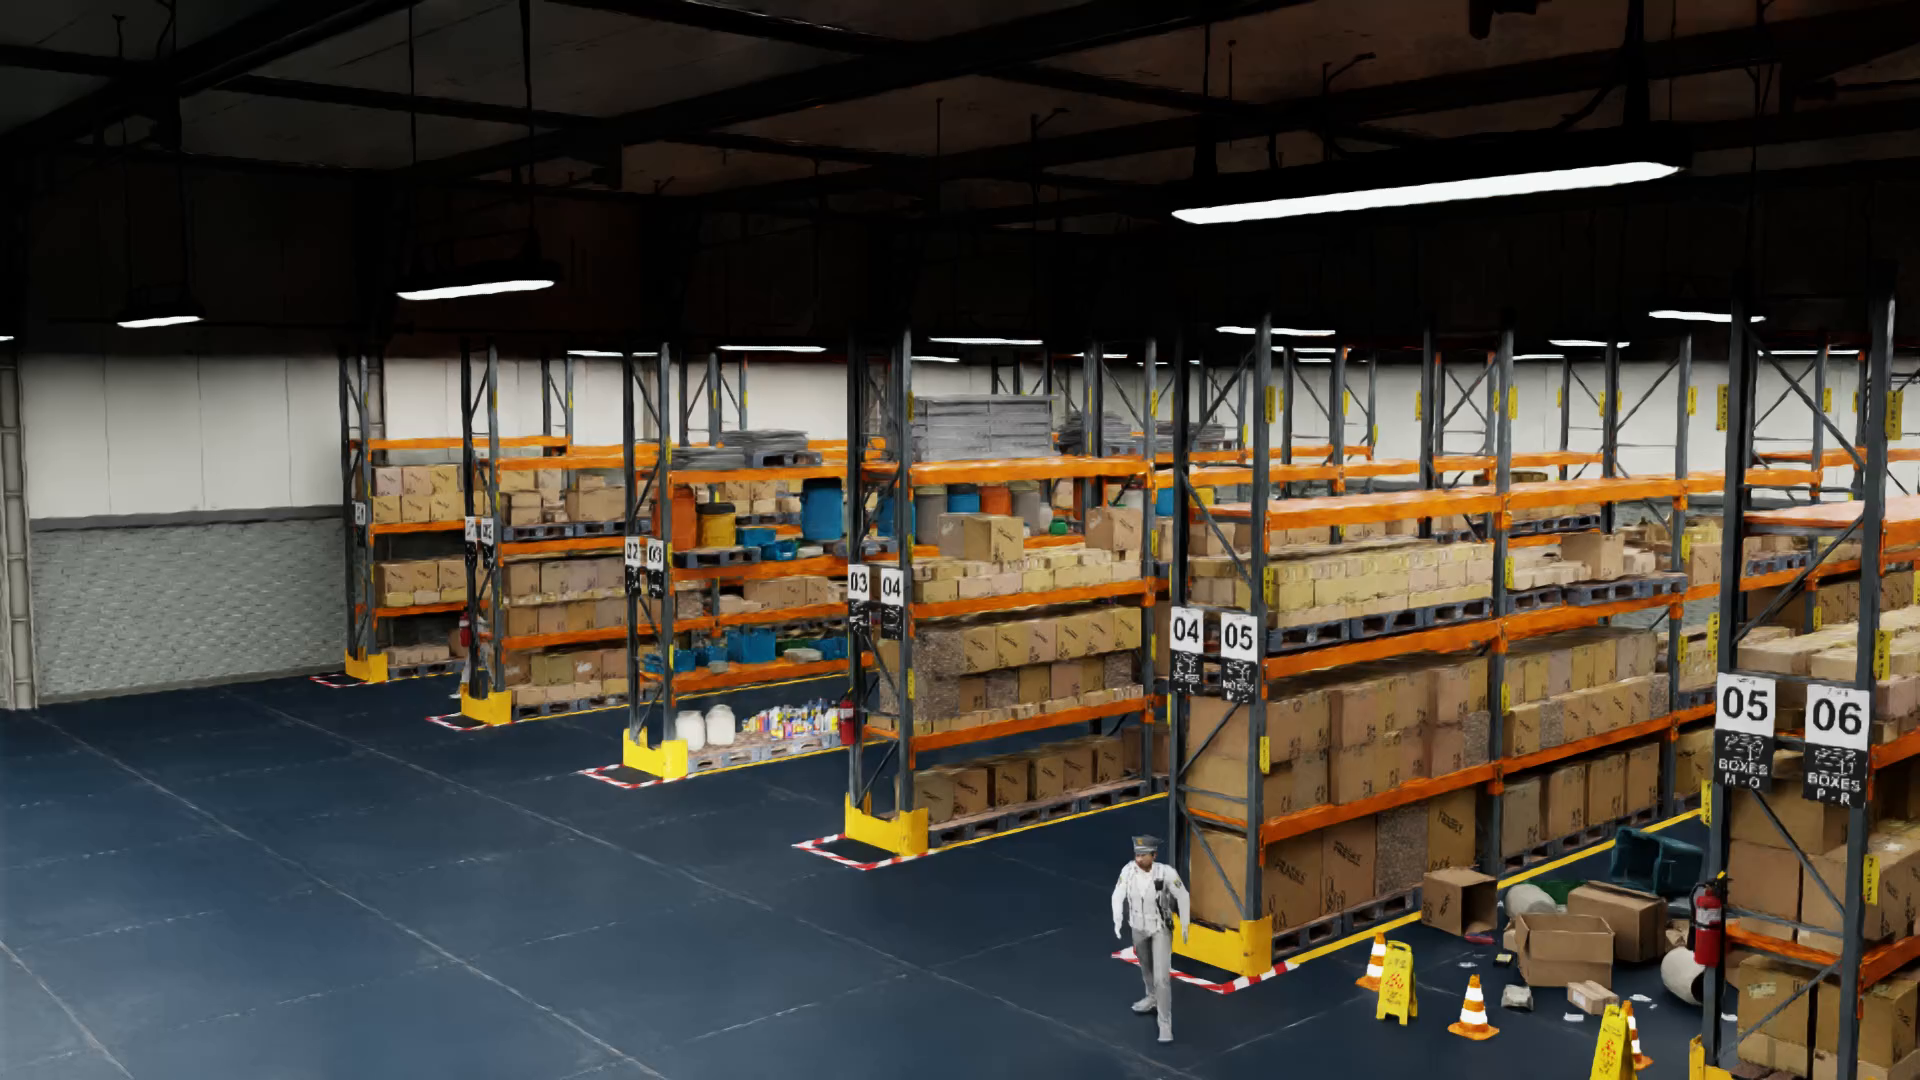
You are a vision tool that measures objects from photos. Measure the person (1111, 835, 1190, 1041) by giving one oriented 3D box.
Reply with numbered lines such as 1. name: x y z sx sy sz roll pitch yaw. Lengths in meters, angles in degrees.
1. person: 1.575 3.147 13.506 0.639 1.610 0.808 3 6 32

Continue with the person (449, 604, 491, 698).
1. person: -8.087 1.854 27.946 1.019 1.612 0.453 -5 7 -43

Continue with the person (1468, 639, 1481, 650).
1. person: 7.478 2.211 24.142 1.090 1.564 0.479 -4 7 -39
